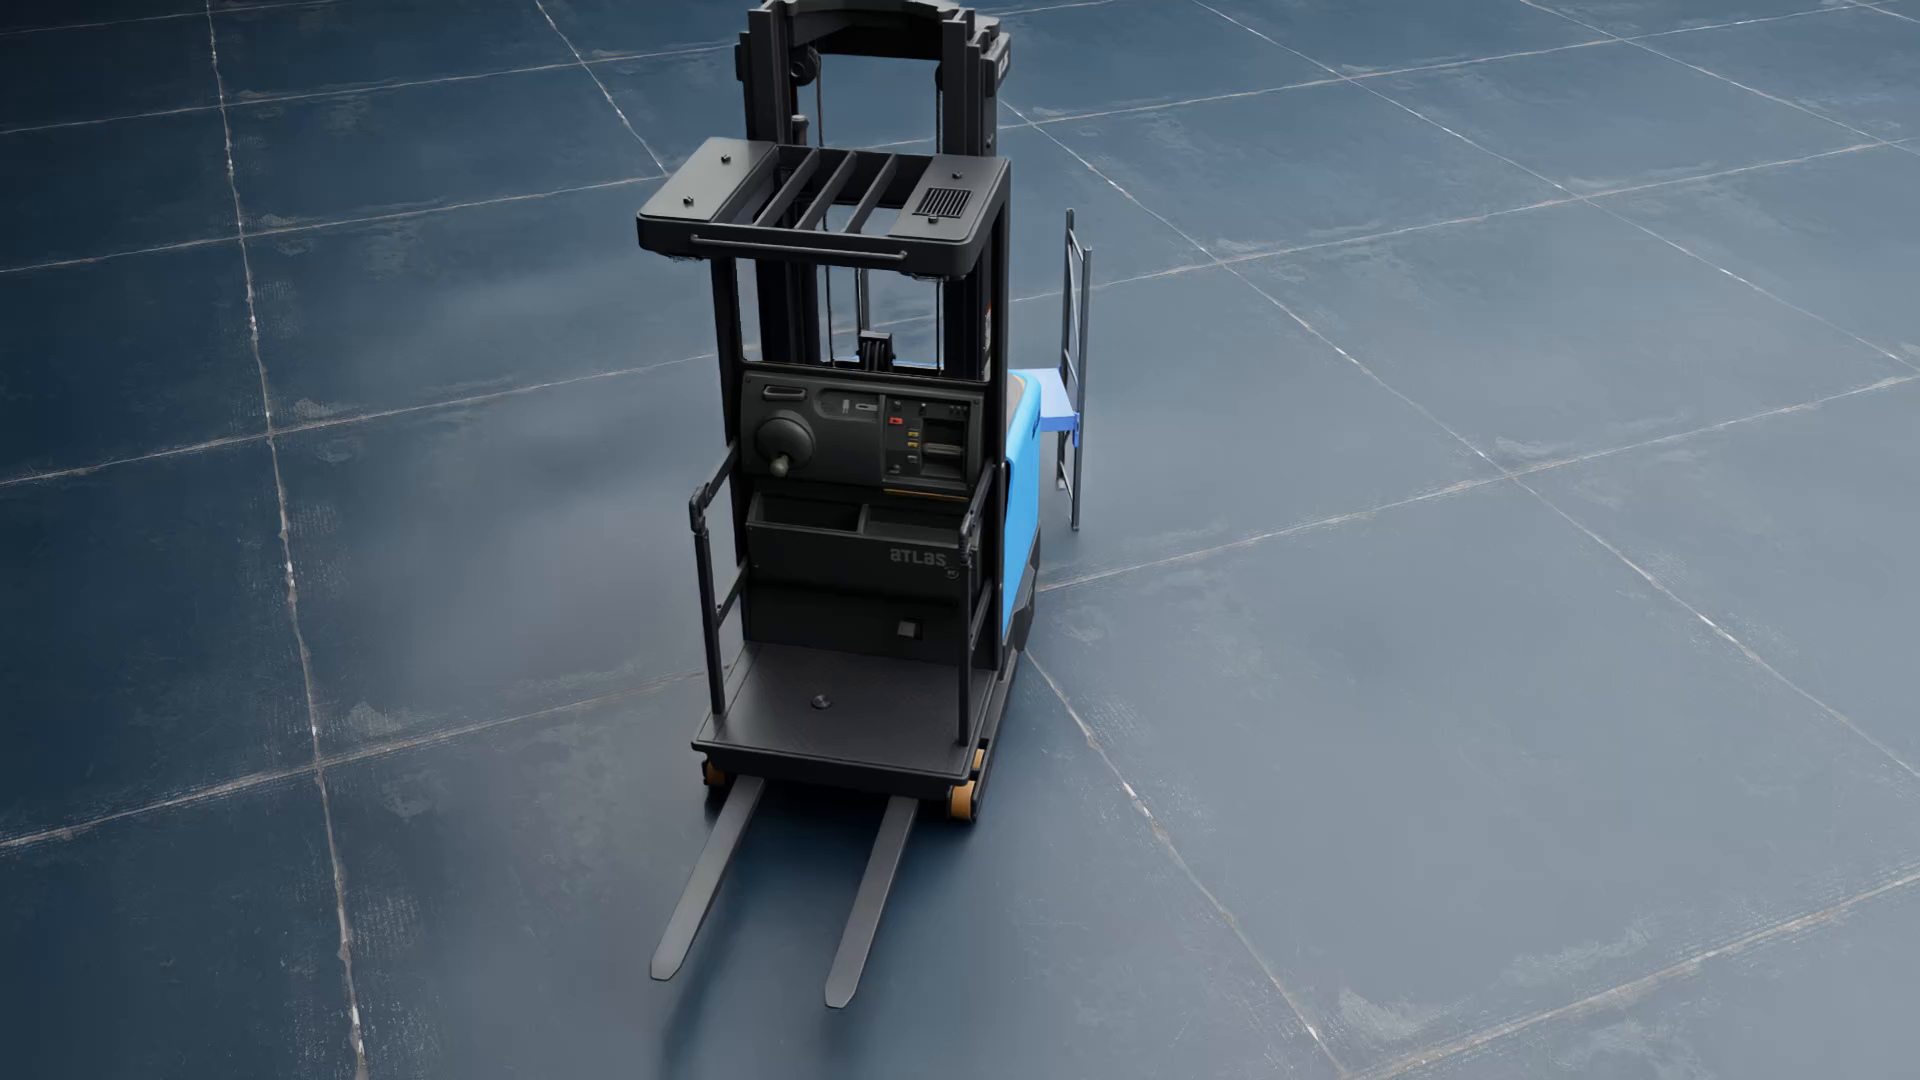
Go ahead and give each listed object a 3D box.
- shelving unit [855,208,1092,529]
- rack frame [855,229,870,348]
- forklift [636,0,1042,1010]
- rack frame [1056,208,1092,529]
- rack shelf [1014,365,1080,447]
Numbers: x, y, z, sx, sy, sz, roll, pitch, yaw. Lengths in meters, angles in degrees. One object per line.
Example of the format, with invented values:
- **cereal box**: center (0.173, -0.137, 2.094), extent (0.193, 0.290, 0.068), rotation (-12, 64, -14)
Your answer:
- **shelving unit**: center (0.047, -0.788, 8.085), extent (1.048, 1.500, 0.538), rotation (-4, 33, -6)
- **rack frame**: center (-0.458, -0.756, 8.036), extent (0.032, 1.500, 0.500), rotation (-4, 33, -6)
- **forklift**: center (-0.415, -0.345, 6.092), extent (1.130, 2.935, 3.031), rotation (6, 34, 9)
- **rack frame**: center (0.552, -0.819, 8.134), extent (0.032, 1.500, 0.500), rotation (-4, 33, -6)
- **rack shelf**: center (0.047, -0.637, 8.183), extent (1.000, 0.185, 0.538), rotation (-4, 33, -6)
